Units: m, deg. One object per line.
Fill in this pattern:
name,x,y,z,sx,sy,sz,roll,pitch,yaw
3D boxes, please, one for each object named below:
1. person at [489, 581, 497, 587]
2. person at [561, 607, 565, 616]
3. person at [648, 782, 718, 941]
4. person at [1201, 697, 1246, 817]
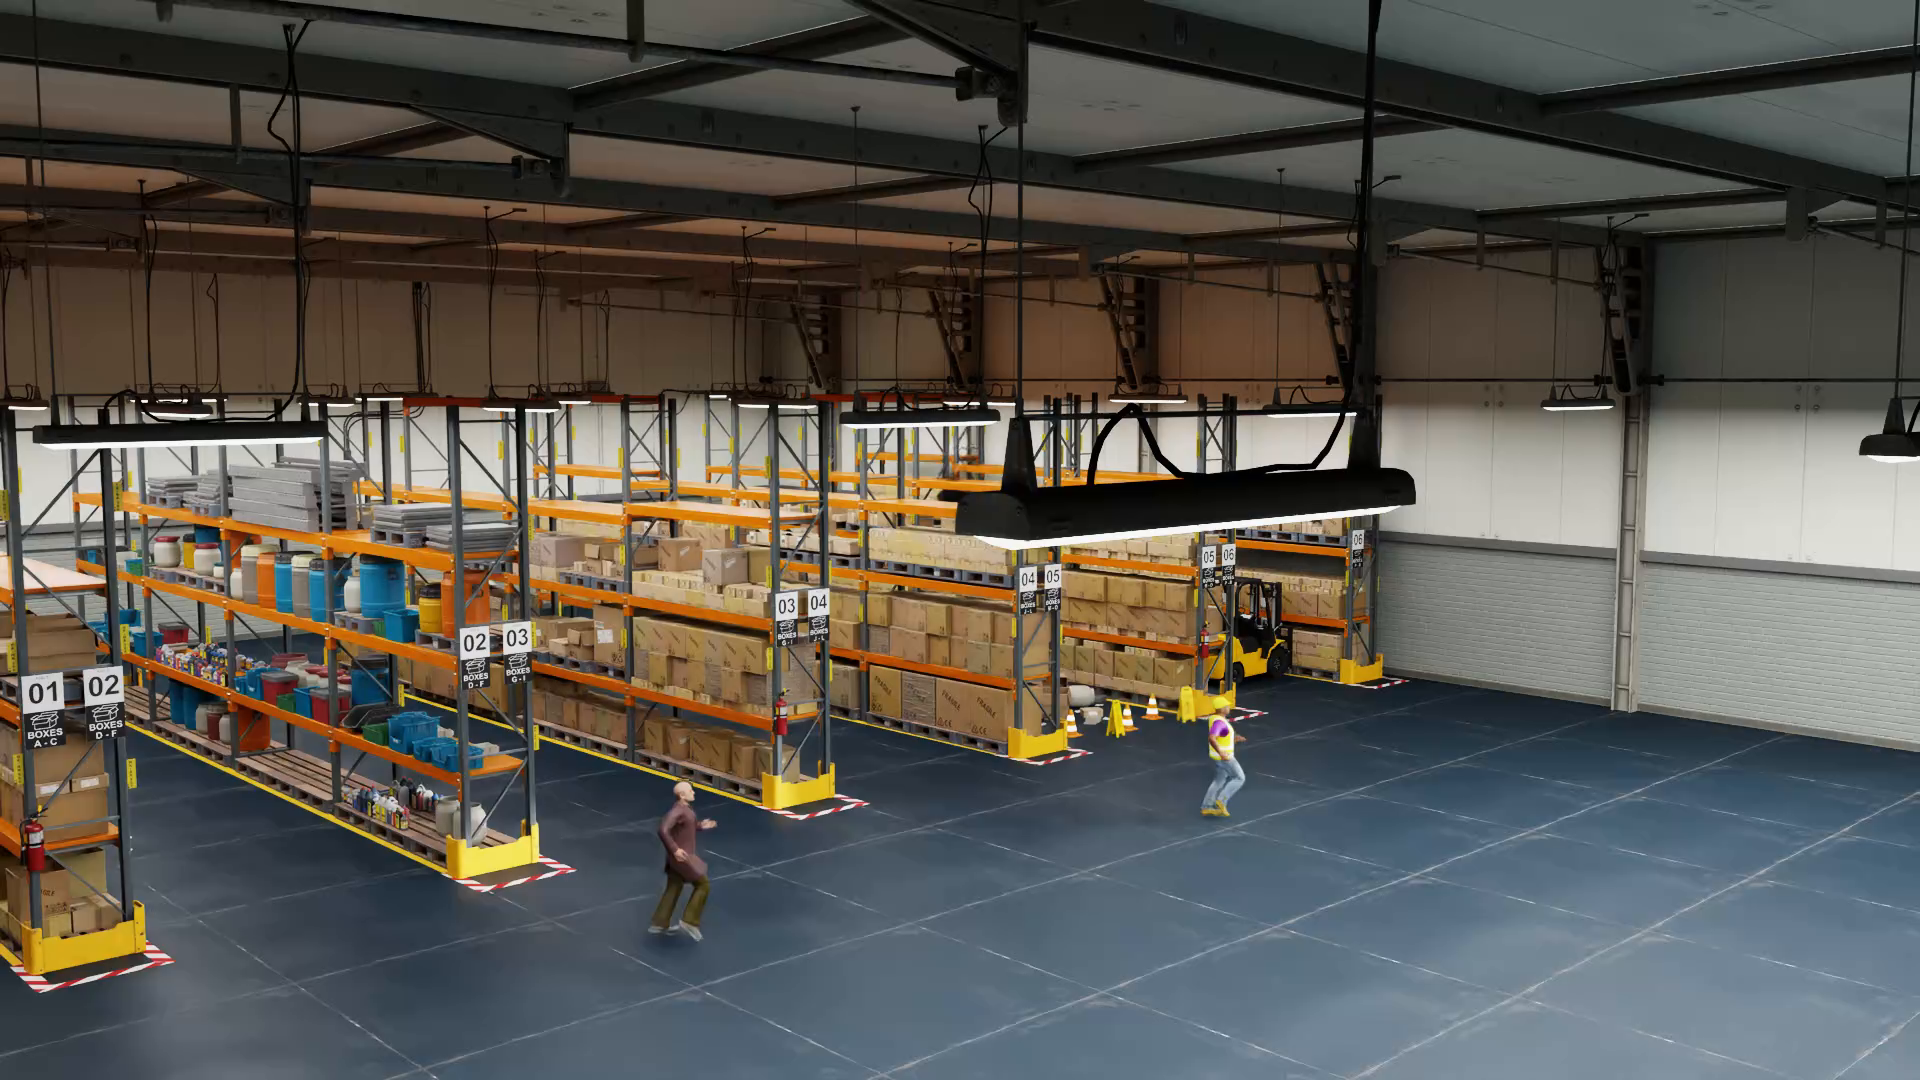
person,-10.926,1.782,38.525,0.789,1.685,0.540,-2,6,-15
person,-8.166,2.198,33.794,0.587,1.741,0.639,4,7,36
person,-3.144,3.687,18.867,0.818,1.756,0.666,-2,6,-17
person,3.820,3.129,24.020,0.673,1.742,0.676,-1,6,-9
